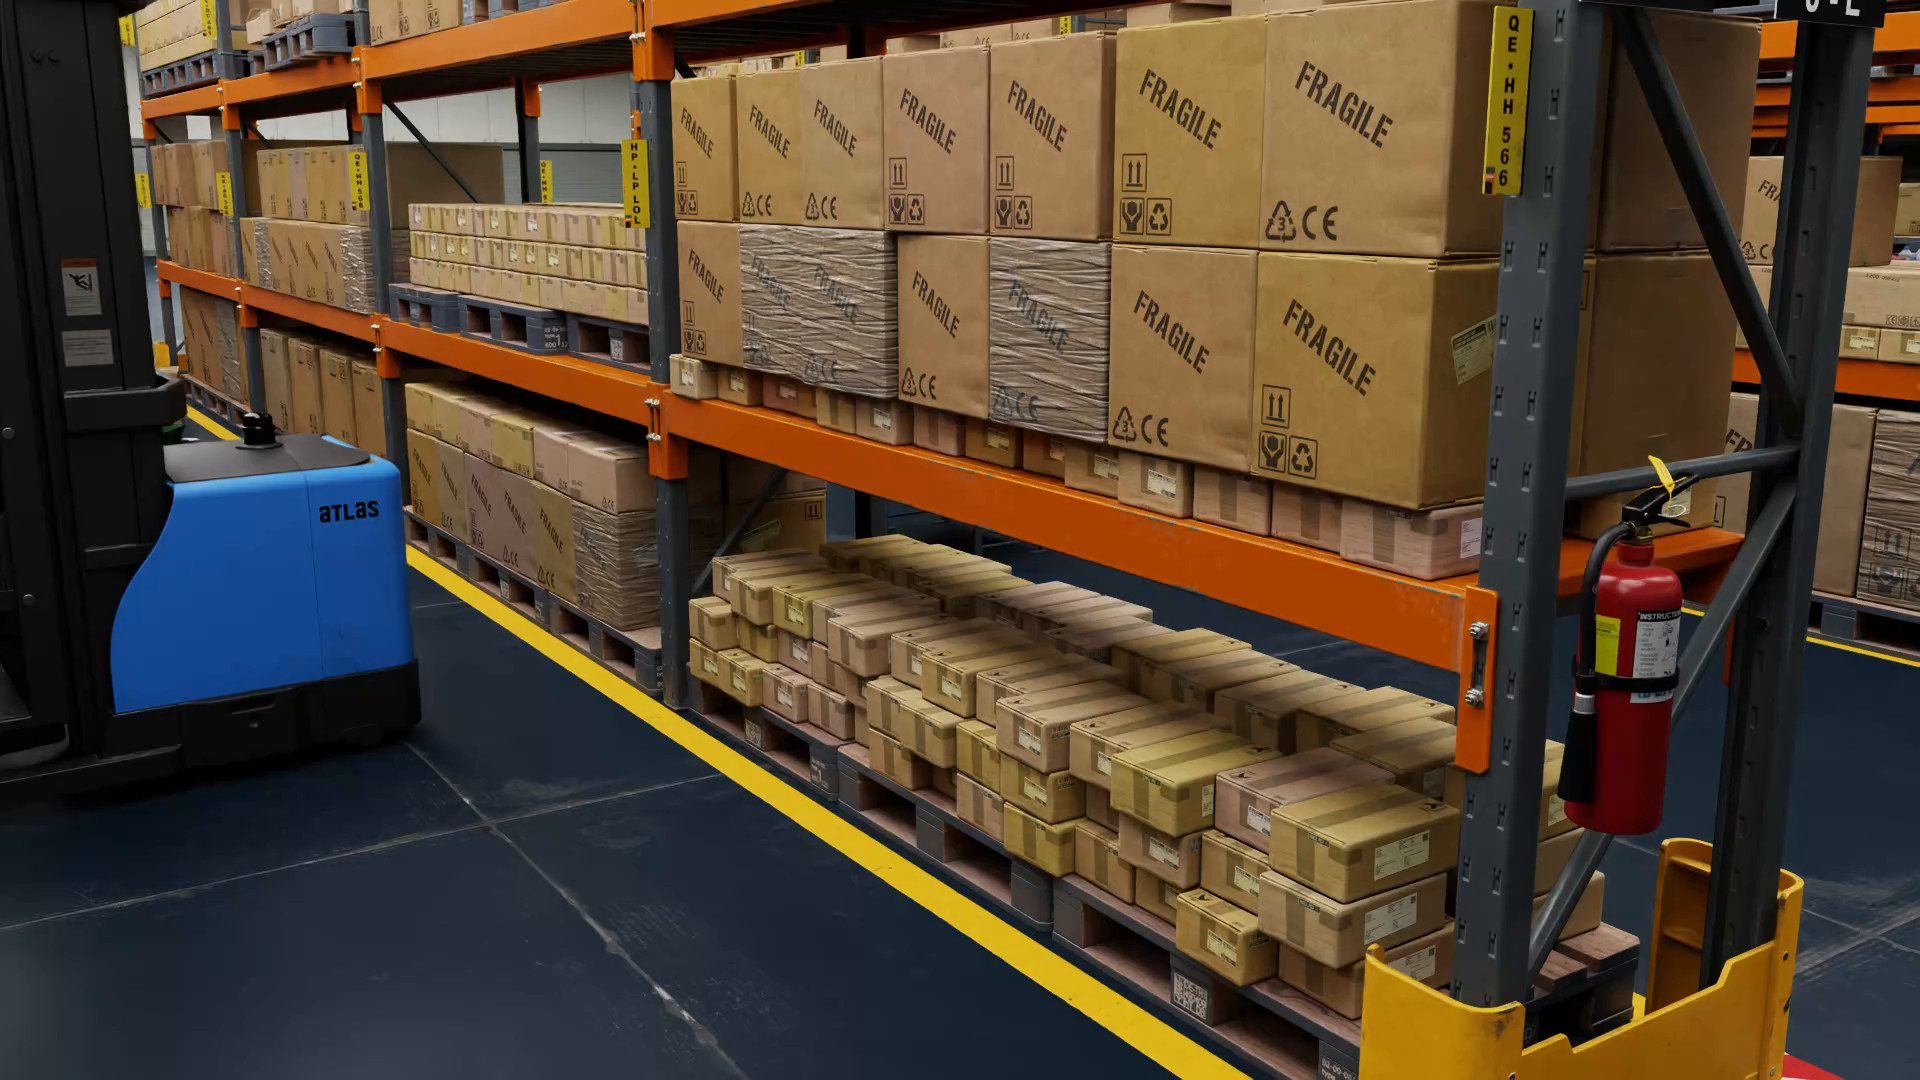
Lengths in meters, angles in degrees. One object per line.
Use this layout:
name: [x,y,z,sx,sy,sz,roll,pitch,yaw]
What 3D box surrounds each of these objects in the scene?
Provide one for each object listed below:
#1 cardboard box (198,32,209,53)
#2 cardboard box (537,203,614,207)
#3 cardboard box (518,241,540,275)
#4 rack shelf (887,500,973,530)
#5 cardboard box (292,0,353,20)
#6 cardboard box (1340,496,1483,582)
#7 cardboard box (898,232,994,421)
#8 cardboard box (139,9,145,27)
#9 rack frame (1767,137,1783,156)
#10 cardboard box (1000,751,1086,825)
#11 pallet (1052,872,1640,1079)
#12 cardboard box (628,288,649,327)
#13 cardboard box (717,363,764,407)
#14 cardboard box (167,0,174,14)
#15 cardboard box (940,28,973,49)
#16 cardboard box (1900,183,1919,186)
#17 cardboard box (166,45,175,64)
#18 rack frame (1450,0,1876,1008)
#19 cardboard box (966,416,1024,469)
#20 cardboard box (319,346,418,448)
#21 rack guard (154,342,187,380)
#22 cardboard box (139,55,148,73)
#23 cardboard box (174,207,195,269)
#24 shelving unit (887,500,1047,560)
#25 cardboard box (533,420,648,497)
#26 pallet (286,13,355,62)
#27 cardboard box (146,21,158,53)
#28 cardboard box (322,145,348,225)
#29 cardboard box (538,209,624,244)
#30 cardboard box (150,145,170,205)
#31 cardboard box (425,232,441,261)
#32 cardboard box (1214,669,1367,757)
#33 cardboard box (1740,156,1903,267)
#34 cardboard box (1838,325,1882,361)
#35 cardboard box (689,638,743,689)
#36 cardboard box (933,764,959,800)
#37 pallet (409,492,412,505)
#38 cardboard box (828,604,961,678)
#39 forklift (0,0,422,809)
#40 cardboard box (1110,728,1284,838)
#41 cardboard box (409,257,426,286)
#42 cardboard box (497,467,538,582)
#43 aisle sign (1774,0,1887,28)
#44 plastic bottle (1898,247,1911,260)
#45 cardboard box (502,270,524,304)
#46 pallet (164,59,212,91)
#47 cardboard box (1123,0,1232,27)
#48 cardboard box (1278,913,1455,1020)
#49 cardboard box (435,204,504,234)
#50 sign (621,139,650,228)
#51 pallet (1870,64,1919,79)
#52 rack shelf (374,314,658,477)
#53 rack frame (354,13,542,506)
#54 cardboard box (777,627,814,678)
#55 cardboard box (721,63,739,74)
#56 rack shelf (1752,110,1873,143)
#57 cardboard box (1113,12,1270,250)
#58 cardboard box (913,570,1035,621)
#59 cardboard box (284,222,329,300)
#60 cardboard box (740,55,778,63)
cardboard box: [-5.800,-3.931,13.166,0.380,0.149,0.250,-8,15,-32]
cardboard box: [-2.185,-1.847,9.497,0.380,0.149,0.250,-8,15,-33]
cardboard box: [-1.878,-1.349,7.918,0.380,0.149,0.250,-8,15,-33]
rack shelf: [0.004,-0.309,9.788,0.538,0.278,1.000,-8,15,-33]
cardboard box: [-3.804,-3.378,10.256,0.500,0.311,0.500,-8,15,-33]
cardboard box: [1.041,-0.030,3.567,0.380,0.149,0.250,-8,15,-33]
cardboard box: [0.156,-0.643,4.852,0.500,0.500,0.500,-7,14,-30]
cardboard box: [-7.350,-4.819,15.358,0.380,0.149,0.250,-8,15,-32]
rack frame: [11.364,-4.591,23.833,1.000,3.000,0.127,-8,15,-33]
cardboard box: [0.340,0.671,4.767,0.380,0.149,0.250,-8,15,-32]
pallet: [0.994,1.071,4.468,1.003,0.211,1.213,-8,15,-33]
cardboard box: [-1.144,-0.970,6.879,0.380,0.149,0.250,-8,15,-34]
cardboard box: [-0.670,-0.591,6.131,0.380,0.149,0.250,-8,14,-31]
cardboard box: [-6.502,-4.546,14.113,0.380,0.149,0.250,-8,15,-32]
cardboard box: [0.182,-4.114,13.227,0.500,0.500,0.500,-8,15,-32]
cardboard box: [12.603,-4.444,21.900,0.700,0.500,0.500,-8,15,-33]
cardboard box: [-6.644,-4.202,14.406,0.380,0.149,0.250,-8,15,-32]
rack frame: [1.457,-0.129,3.428,1.000,3.000,0.127,-8,15,-33]
cardboard box: [0.240,-0.315,4.870,0.380,0.149,0.250,-8,15,-32]
cardboard box: [-3.725,-0.932,11.383,1.050,0.750,0.750,-8,15,-32]
rack guard: [-7.421,-1.757,16.727,1.175,0.500,0.348,-8,15,-33]
cardboard box: [-7.485,-4.472,15.639,0.380,0.149,0.250,-8,15,-32]
cardboard box: [-6.636,-2.777,15.189,0.875,0.550,0.550,-8,15,-33]
shelving unit: [0.004,-0.548,9.736,0.538,1.125,1.048,-8,15,-33]
cardboard box: [-1.656,-0.386,7.718,0.500,0.250,0.500,-7,14,-30]
pallet: [-3.376,-3.033,10.129,1.213,0.211,1.003,-7,14,-30]
cardboard box: [-7.072,-4.559,15.105,0.500,0.250,0.500,-8,15,-33]
cardboard box: [-3.783,-2.350,11.014,0.700,0.500,0.500,-8,15,-34]
cardboard box: [-1.714,-1.446,7.665,0.380,0.149,0.250,-9,15,-35]
cardboard box: [-7.235,-3.504,15.987,0.875,0.550,0.550,-8,15,-33]
cardboard box: [-2.723,-1.621,9.163,0.380,0.149,0.250,-7,14,-30]
cardboard box: [0.957,0.506,4.825,0.380,0.149,0.250,-9,15,-36]
cardboard box: [4.037,-1.552,7.835,0.500,0.500,0.500,-9,15,-35]
cardboard box: [4.178,-0.917,7.623,0.380,0.149,0.250,-9,15,-34]
cardboard box: [-0.825,0.450,6.471,0.380,0.149,0.250,-9,15,-35]
cardboard box: [0.137,0.714,5.266,0.380,0.149,0.250,-8,14,-31]
pallet: [-3.350,-0.338,10.914,1.003,0.211,1.213,-8,15,-33]
cardboard box: [-0.220,0.337,5.599,0.380,0.149,0.250,-8,15,-32]
forklift: [-3.553,-0.565,5.583,3.031,2.935,1.130,-9,15,-35]
cardboard box: [0.612,0.622,4.295,0.380,0.149,0.250,-8,15,-34]
cardboard box: [-2.896,-1.530,9.443,0.380,0.149,0.250,-8,15,-34]
cardboard box: [-1.944,-0.109,8.206,0.500,0.500,0.500,-8,15,-34]
aisle sign: [1.747,-1.421,3.254,0.394,0.787,0.004,-8,15,-33]
plastic bottle: [7.365,-2.149,12.968,0.097,0.271,0.097,0,12,0]
cardboard box: [-2.016,-1.248,8.154,0.380,0.149,0.250,-9,15,-35]
pallet: [-6.308,-4.048,14.539,1.003,0.211,1.213,-8,15,-33]
cardboard box: [1.607,-3.741,11.704,0.797,0.503,0.637,-7,14,-29]
cardboard box: [0.992,0.990,4.003,0.380,0.149,0.250,-8,15,-32]
cardboard box: [-2.597,-1.728,8.953,0.380,0.149,0.250,-8,15,-33]
sign: [-1.219,-1.339,6.254,0.100,0.325,0.005,-8,15,-33]
pallet: [7.033,-3.496,12.249,1.213,0.211,1.003,-8,15,-33]
rack shelf: [-1.867,-0.844,8.385,1.077,0.370,4.000,-8,15,-33]
rack frame: [-2.976,-1.551,9.935,1.000,3.000,0.127,-8,15,-33]
cardboard box: [-0.445,0.378,6.106,0.380,0.149,0.250,-8,15,-33]
cardboard box: [-2.162,-4.676,16.620,0.380,0.149,0.250,-7,14,-30]
rack shelf: [8.350,-4.762,19.279,1.077,0.370,4.000,-8,15,-33]
cardboard box: [0.715,-0.953,3.929,0.500,0.500,0.500,-9,15,-35]
cardboard box: [0.052,0.229,6.091,0.380,0.149,0.250,-8,14,-31]
cardboard box: [-4.288,-1.917,11.372,0.500,0.500,0.500,-8,15,-32]
cardboard box: [-2.153,-5.201,17.503,0.500,0.500,0.500,-8,15,-33]
